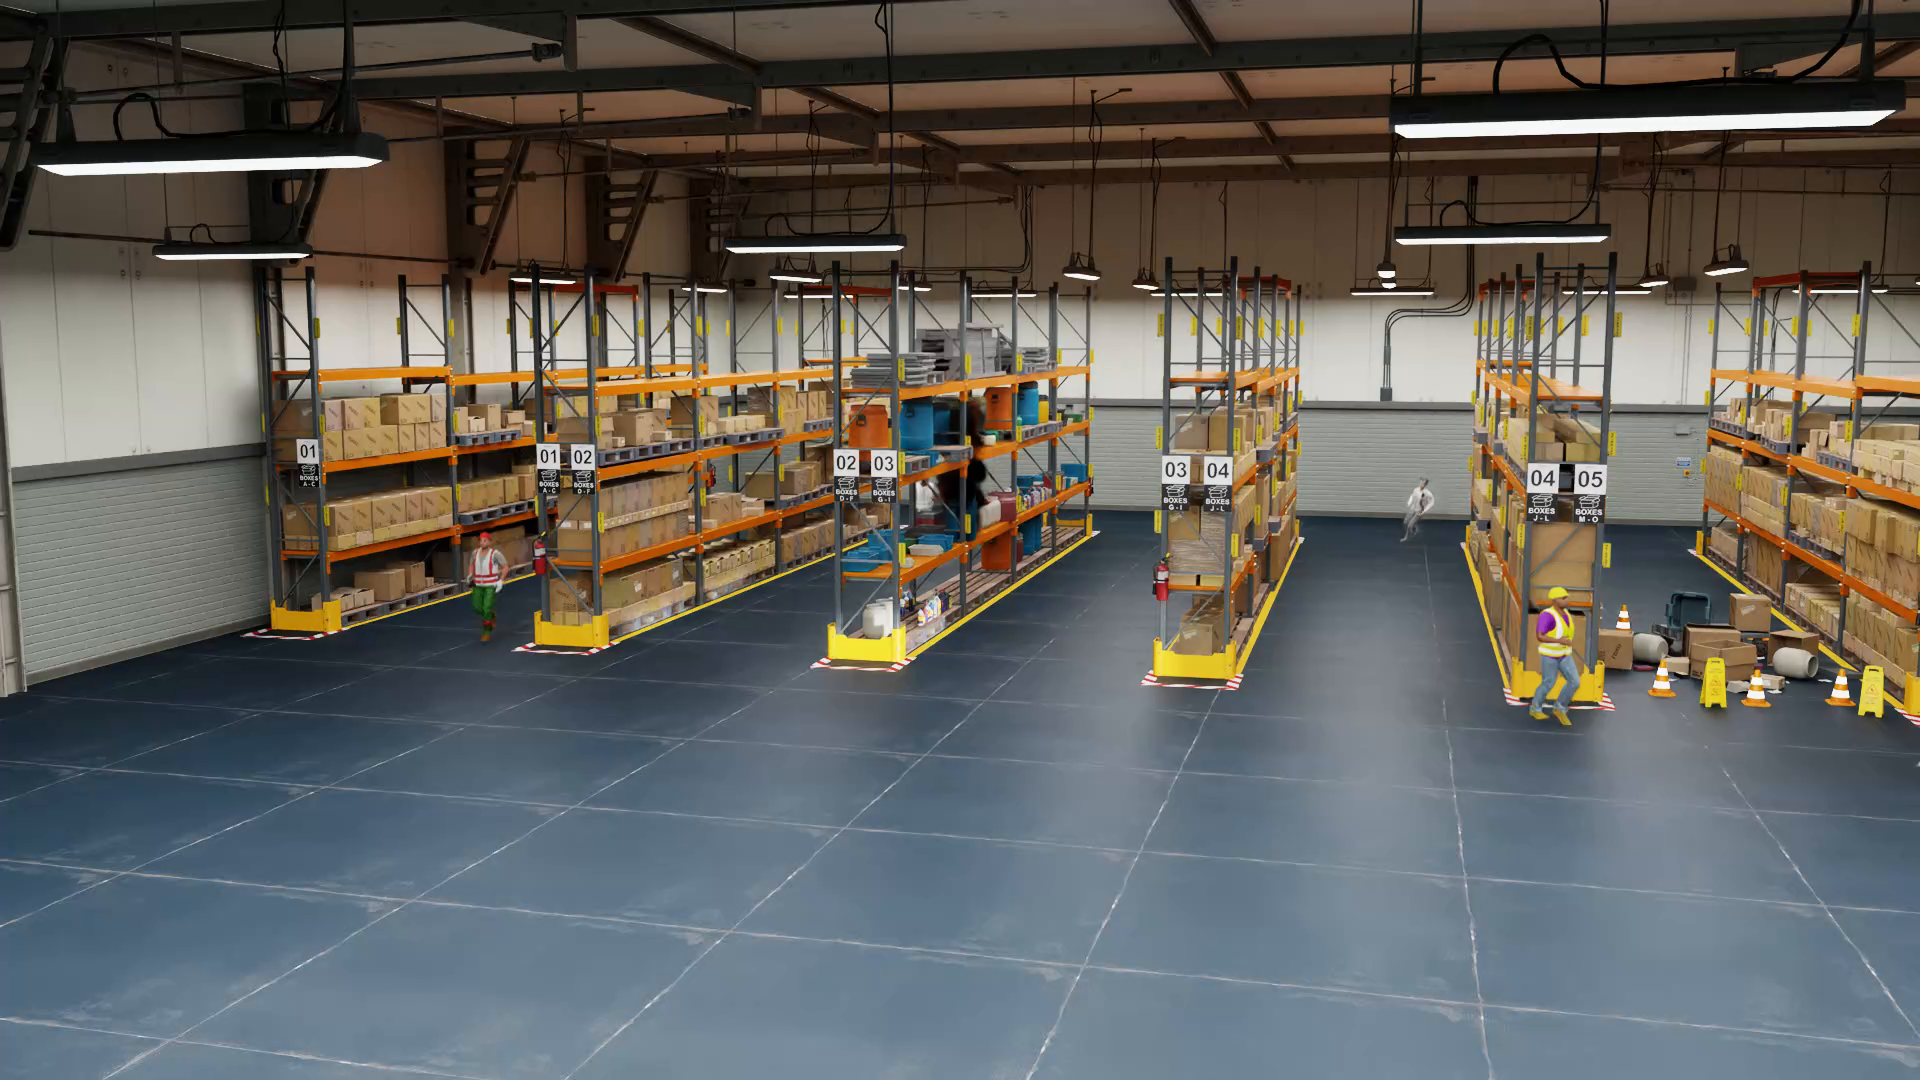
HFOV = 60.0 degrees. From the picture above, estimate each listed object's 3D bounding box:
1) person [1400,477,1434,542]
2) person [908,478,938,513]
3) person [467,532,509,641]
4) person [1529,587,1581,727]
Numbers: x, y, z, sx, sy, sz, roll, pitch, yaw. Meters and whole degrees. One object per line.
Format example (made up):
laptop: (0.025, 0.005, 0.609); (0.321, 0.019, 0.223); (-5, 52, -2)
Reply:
person: (10.714, -0.700, 38.921); (0.533, 1.564, 0.725); (-4, 8, -30)
person: (-0.834, -0.734, 38.477); (0.699, 1.737, 0.607); (-1, 7, -5)
person: (-7.655, 0.735, 26.929); (0.694, 1.750, 0.568); (2, 7, 14)
person: (7.526, 1.480, 21.008); (0.667, 1.795, 0.726); (-4, 8, -28)
